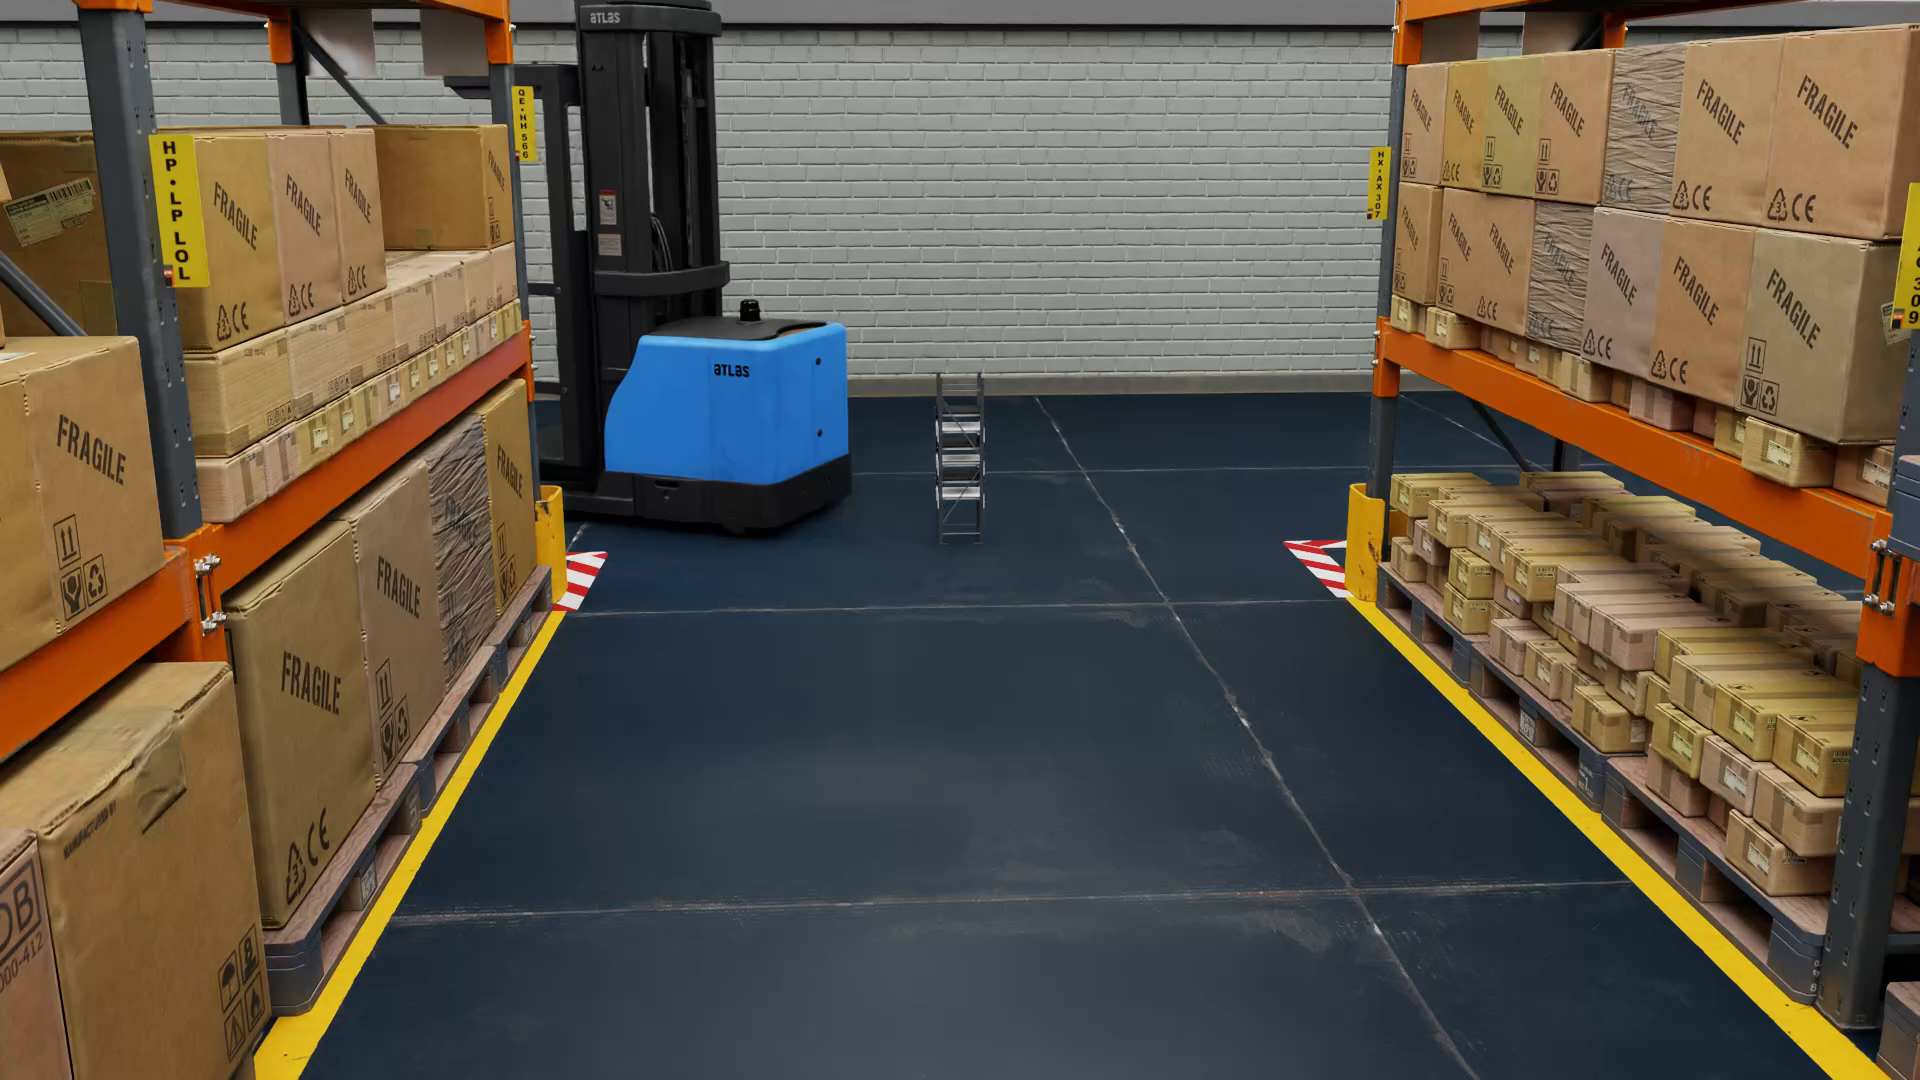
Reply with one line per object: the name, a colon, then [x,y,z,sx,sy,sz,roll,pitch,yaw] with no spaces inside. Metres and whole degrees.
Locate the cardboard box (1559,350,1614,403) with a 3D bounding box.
cardboard box: [2.296,-0.565,5.708,0.380,0.149,0.250,-1,14,-2]

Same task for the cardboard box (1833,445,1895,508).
cardboard box: [2.464,-0.178,4.201,0.380,0.149,0.250,-1,14,-4]

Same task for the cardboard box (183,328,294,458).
cardboard box: [-2.009,-0.373,4.159,0.500,0.250,0.500,-1,14,-4]

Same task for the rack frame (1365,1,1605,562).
rack frame: [2.468,-1.227,7.774,1.000,3.000,0.127,-1,14,-3]

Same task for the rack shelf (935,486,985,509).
rack shelf: [0.000,-0.231,8.975,0.258,0.077,0.200,-1,14,-3]

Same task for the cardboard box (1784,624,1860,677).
cardboard box: [2.839,0.372,5.244,0.380,0.149,0.250,-1,14,-5]

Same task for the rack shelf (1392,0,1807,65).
rack shelf: [2.592,-1.833,5.556,1.077,0.370,4.000,-1,14,-3]

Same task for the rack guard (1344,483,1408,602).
rack guard: [2.472,0.003,8.012,1.175,0.500,0.348,-1,14,-3]

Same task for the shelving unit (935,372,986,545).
shelving unit: [0.000,-0.438,8.922,0.258,0.900,0.210,-1,14,-3]

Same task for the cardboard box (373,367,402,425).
cardboard box: [-2.008,-0.460,5.297,0.380,0.149,0.250,-1,14,-3]

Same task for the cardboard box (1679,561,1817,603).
cardboard box: [2.830,0.179,5.994,0.380,0.149,0.250,-1,14,-3]

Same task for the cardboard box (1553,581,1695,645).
cardboard box: [2.280,0.250,5.721,0.380,0.149,0.250,-1,14,-5]

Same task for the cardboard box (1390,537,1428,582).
cardboard box: [2.181,0.086,7.551,0.380,0.149,0.250,-1,14,-2]

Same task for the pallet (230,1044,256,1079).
pallet: [-2.118,1.361,3.314,1.003,0.211,1.213,-1,14,-3]

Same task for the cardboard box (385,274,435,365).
cardboard box: [-2.095,-0.748,5.617,0.500,0.250,0.500,-1,14,-3]

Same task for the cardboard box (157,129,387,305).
cardboard box: [-2.075,-0.990,5.053,0.500,0.500,0.500,-1,14,-5]

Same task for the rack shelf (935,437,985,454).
rack shelf: [0.000,-0.493,8.908,0.258,0.077,0.200,-1,14,-3]

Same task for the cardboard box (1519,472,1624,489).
cardboard box: [2.753,-0.210,7.506,0.380,0.149,0.250,-1,14,-3]

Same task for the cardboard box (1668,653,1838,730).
cardboard box: [2.356,0.448,4.949,0.380,0.149,0.250,-1,14,-4]

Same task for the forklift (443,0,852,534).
forklift: [-2.208,-1.668,9.627,3.031,2.935,1.130,6,16,21]

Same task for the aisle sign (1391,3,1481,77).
aisle sign: [2.164,-2.499,7.502,0.394,0.787,0.004,-1,14,-3]

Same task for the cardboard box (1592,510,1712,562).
cardboard box: [2.807,-0.018,6.763,0.380,0.149,0.250,-1,15,-6]

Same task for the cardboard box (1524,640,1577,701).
cardboard box: [2.290,0.470,6.057,0.380,0.149,0.250,-1,14,-3]

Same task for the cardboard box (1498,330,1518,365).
cardboard box: [2.326,-0.759,6.459,0.380,0.149,0.250,-1,14,-4]

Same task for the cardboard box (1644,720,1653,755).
cardboard box: [2.443,0.655,5.338,0.380,0.149,0.250,-1,14,-5]

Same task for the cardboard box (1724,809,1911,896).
cardboard box: [2.351,0.853,4.569,0.380,0.149,0.250,-1,14,-3]

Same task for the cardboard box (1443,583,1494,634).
cardboard box: [2.207,0.277,6.810,0.380,0.149,0.250,-1,14,-3]

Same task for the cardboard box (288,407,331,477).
cardboard box: [-1.961,-0.268,4.553,0.380,0.149,0.250,0,14,-2]

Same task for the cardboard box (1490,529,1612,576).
cardboard box: [2.292,0.059,6.462,0.380,0.149,0.250,0,14,-1]

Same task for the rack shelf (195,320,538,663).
rack shelf: [-2.365,-0.329,5.730,1.077,0.370,4.000,-1,14,-3]

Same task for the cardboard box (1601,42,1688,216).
cardboard box: [2.362,-1.277,5.166,0.500,0.500,0.500,-1,14,-2]

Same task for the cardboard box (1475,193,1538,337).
cardboard box: [2.296,-1.048,6.284,0.500,0.500,0.500,-1,14,-3]

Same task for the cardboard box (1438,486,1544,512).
cardboard box: [2.298,-0.135,7.216,0.380,0.149,0.250,-1,14,-2]

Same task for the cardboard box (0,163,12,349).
cardboard box: [-2.193,-0.556,2.953,0.797,0.503,0.637,-1,14,-5]

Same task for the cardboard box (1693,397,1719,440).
cardboard box: [2.435,-0.372,4.958,0.380,0.149,0.250,-1,14,-5]

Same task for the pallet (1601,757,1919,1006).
pallet: [2.639,0.952,4.902,1.003,0.211,1.213,-1,14,-3]

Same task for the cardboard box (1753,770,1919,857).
cardboard box: [2.379,0.728,4.459,0.380,0.149,0.250,-1,14,-2]

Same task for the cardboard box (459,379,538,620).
cardboard box: [-2.369,-0.192,7.172,0.875,0.875,0.875,-1,14,-3]

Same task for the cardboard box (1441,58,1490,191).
cardboard box: [2.268,-1.662,6.662,0.500,0.500,0.500,0,14,-2]

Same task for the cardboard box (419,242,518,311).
cardboard box: [-2.194,-1.130,7.103,0.500,0.250,0.500,-1,14,-4]

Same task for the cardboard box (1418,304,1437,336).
cardboard box: [2.218,-0.957,7.229,0.380,0.149,0.250,0,14,-1]

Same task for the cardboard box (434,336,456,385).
cardboard box: [-2.057,-0.651,6.043,0.380,0.149,0.250,-1,14,-3]

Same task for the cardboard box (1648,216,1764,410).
cardboard box: [2.373,-0.669,4.810,0.500,0.500,0.500,-1,14,-5]

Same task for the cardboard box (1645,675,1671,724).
cardboard box: [2.398,0.531,5.226,0.380,0.149,0.250,-1,14,-3]

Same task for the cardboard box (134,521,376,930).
cardboard box: [-2.202,0.480,4.563,0.875,0.875,0.875,-1,14,-3]

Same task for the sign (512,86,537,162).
sign: [-1.946,-1.855,7.419,0.100,0.325,0.005,-1,14,-3]

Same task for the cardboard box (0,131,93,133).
cardboard box: [-2.563,-0.850,4.508,0.500,0.500,0.500,-1,14,-3]

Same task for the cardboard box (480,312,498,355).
cardboard box: [-2.106,-0.843,6.786,0.380,0.149,0.250,-1,14,-3]

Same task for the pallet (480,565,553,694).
pallet: [-2.361,0.373,7.153,1.003,0.211,1.213,-1,14,-3]

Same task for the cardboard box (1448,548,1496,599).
cardboard box: [2.216,0.135,6.764,0.380,0.149,0.250,0,14,-2]

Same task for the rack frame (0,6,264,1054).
rack frame: [-2.241,-0.180,3.707,1.000,3.000,0.127,-1,14,-3]

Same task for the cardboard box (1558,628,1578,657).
cardboard box: [2.392,0.334,5.992,0.380,0.149,0.250,0,14,-1]

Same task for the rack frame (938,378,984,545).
rack frame: [0.006,-0.413,8.824,0.240,0.900,0.006,-1,14,-3]
